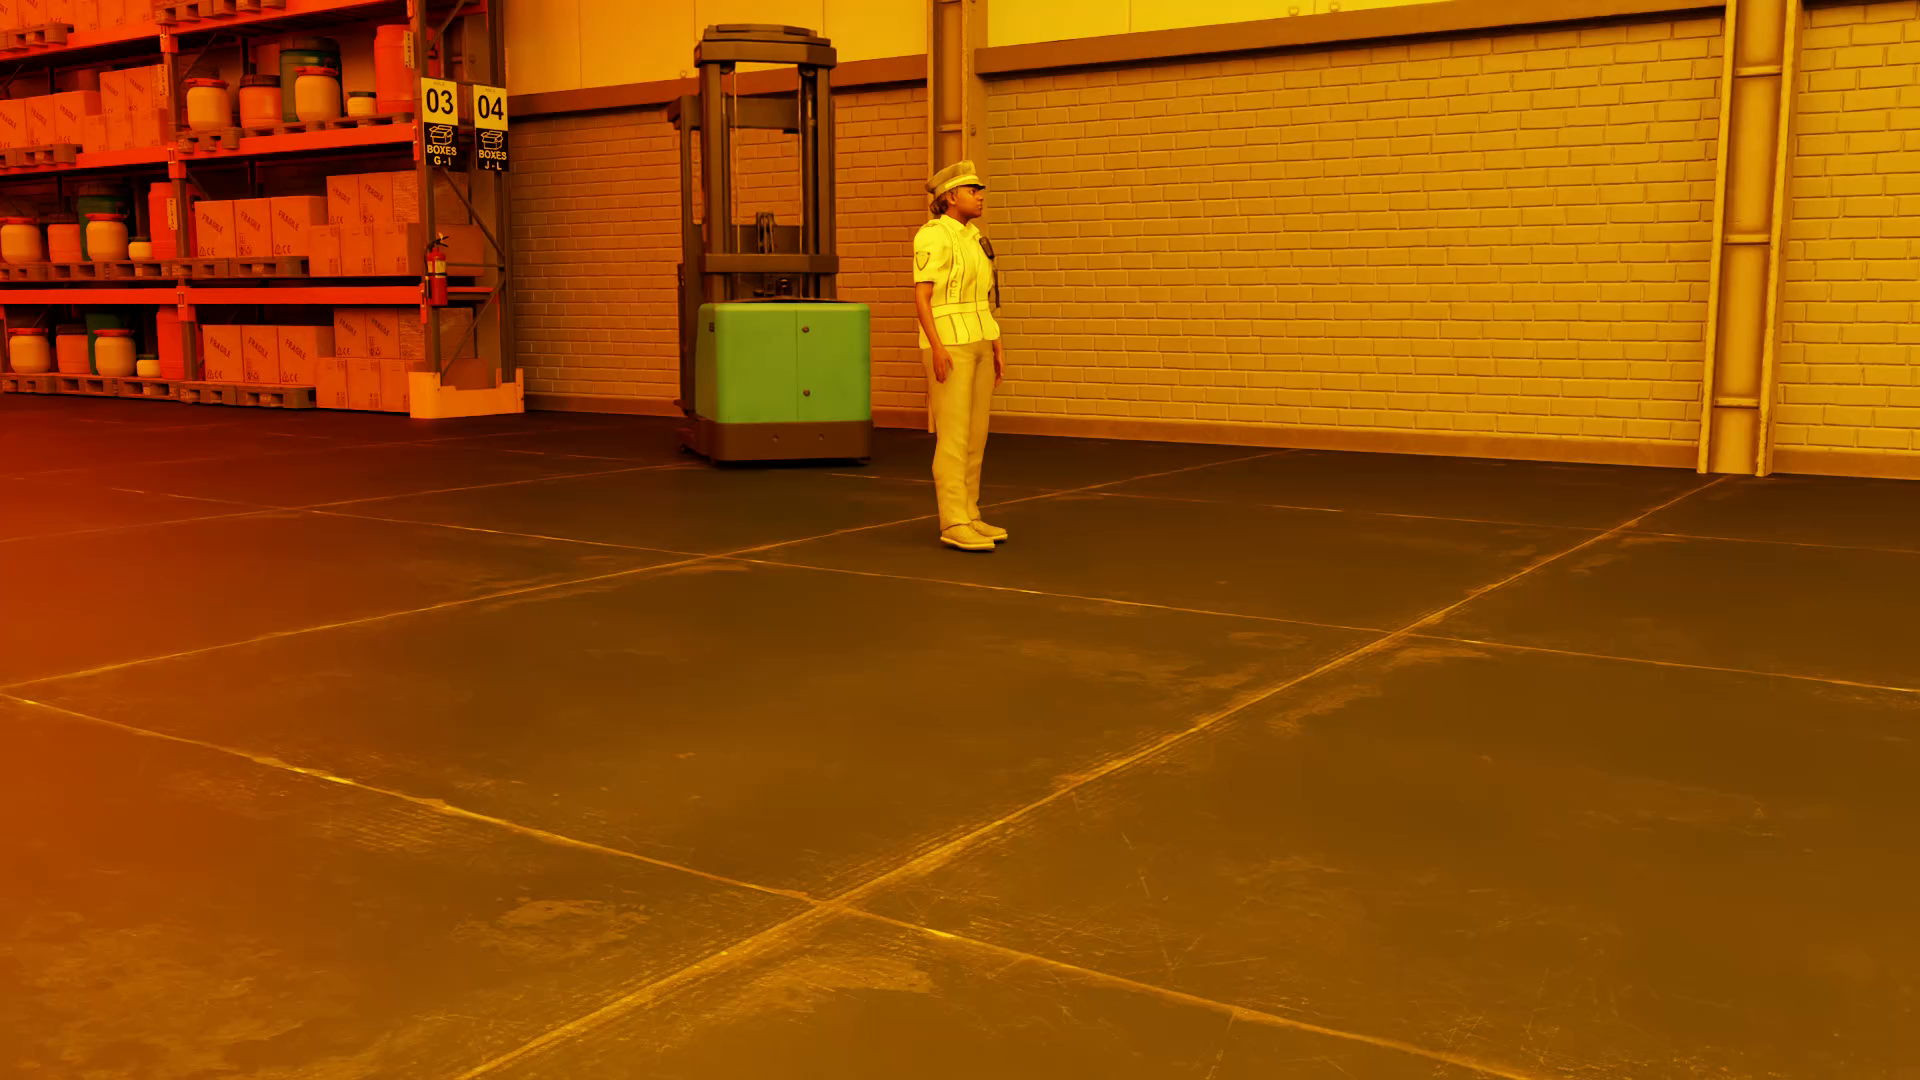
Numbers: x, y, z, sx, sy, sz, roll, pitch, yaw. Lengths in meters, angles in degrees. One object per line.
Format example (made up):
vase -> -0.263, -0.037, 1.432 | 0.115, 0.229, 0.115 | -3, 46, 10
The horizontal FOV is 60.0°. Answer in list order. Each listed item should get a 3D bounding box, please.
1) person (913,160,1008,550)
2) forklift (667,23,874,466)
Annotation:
person -> 0.052, -0.838, 7.426 | 0.528, 1.697, 0.570 | 5, 10, 34
forklift -> -1.493, -2.109, 12.023 | 1.130, 2.935, 3.031 | -2, 8, -17
